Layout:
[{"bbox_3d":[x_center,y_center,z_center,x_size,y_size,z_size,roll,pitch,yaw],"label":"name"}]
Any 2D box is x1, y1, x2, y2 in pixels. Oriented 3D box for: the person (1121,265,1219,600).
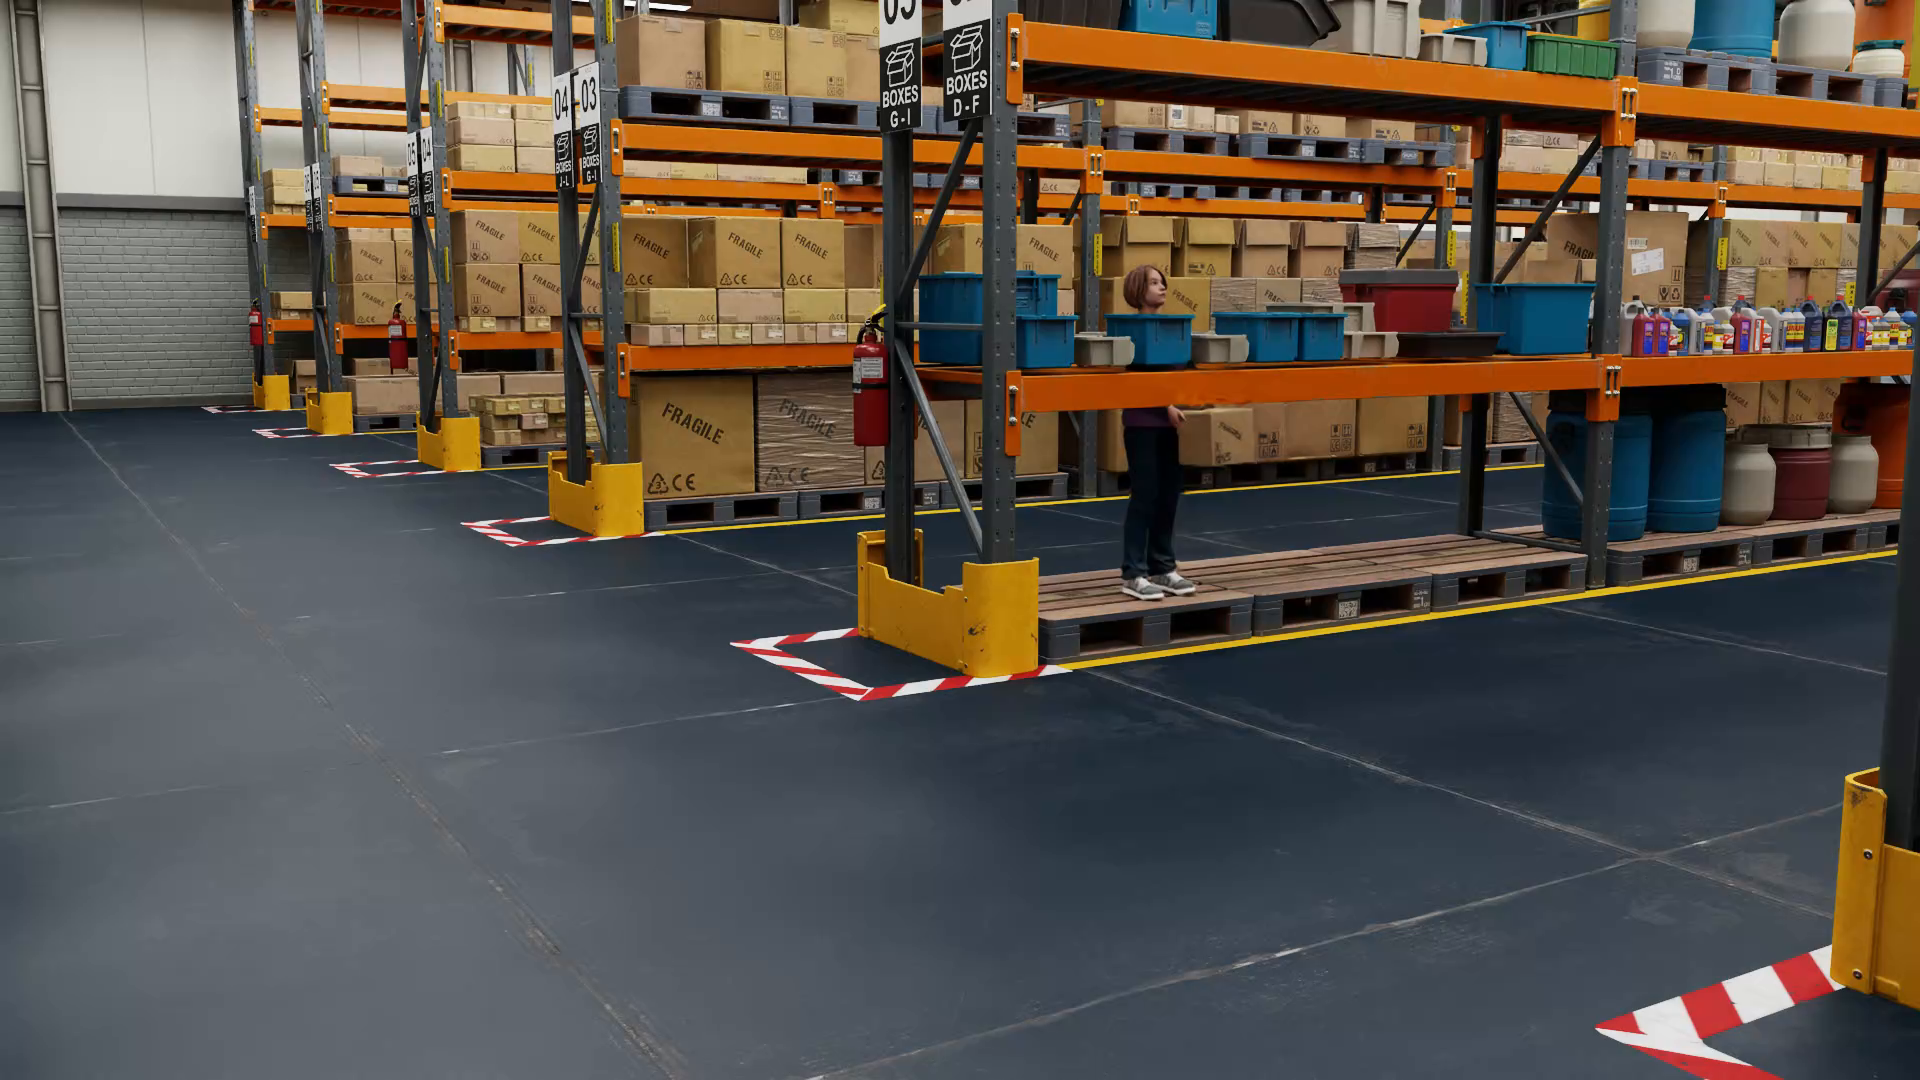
[{"bbox_3d":[0.983,-0.518,7.958,0.397,1.582,0.552,-6,10,-37],"label":"person"}]
